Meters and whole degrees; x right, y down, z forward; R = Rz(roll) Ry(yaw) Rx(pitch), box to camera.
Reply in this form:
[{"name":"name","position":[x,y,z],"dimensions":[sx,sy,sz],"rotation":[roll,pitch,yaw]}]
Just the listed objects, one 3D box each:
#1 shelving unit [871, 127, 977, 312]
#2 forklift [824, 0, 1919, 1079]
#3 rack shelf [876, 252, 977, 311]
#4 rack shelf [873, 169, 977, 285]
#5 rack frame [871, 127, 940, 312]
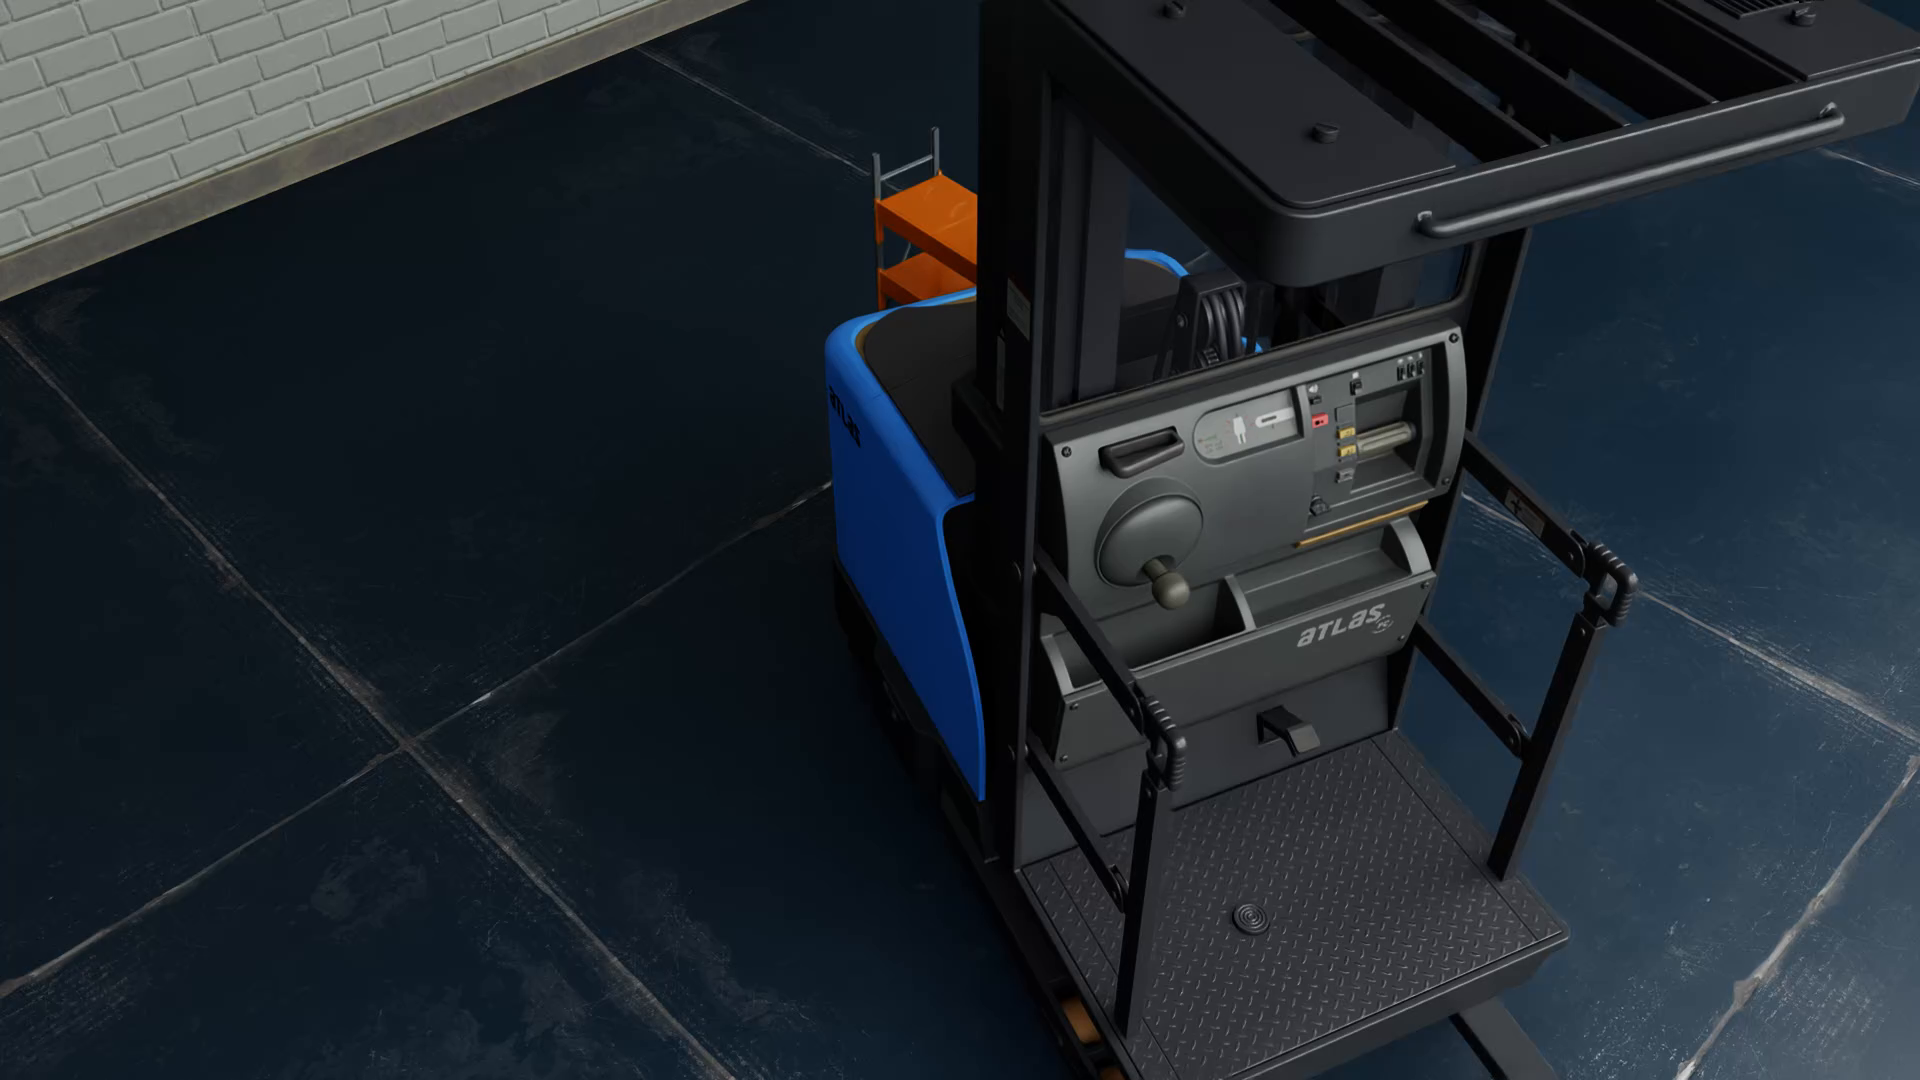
[{"name":"shelving unit","position":[0.005,-0.562,4.974],"dimensions":[0.258,1.200,0.503],"rotation":[-31,51,-29]},{"name":"forklift","position":[0.700,-0.064,3.160],"dimensions":[1.130,2.935,3.031],"rotation":[-17,45,-18]},{"name":"rack shelf","position":[0.005,-0.677,4.868],"dimensions":[0.258,0.148,0.480],"rotation":[-31,51,-29]},{"name":"rack shelf","position":[0.005,-0.851,4.708],"dimensions":[0.258,0.148,0.480],"rotation":[-31,51,-29]},{"name":"rack frame","position":[-0.155,-0.687,5.110],"dimensions":[0.240,1.200,0.015],"rotation":[-31,51,-29]}]
